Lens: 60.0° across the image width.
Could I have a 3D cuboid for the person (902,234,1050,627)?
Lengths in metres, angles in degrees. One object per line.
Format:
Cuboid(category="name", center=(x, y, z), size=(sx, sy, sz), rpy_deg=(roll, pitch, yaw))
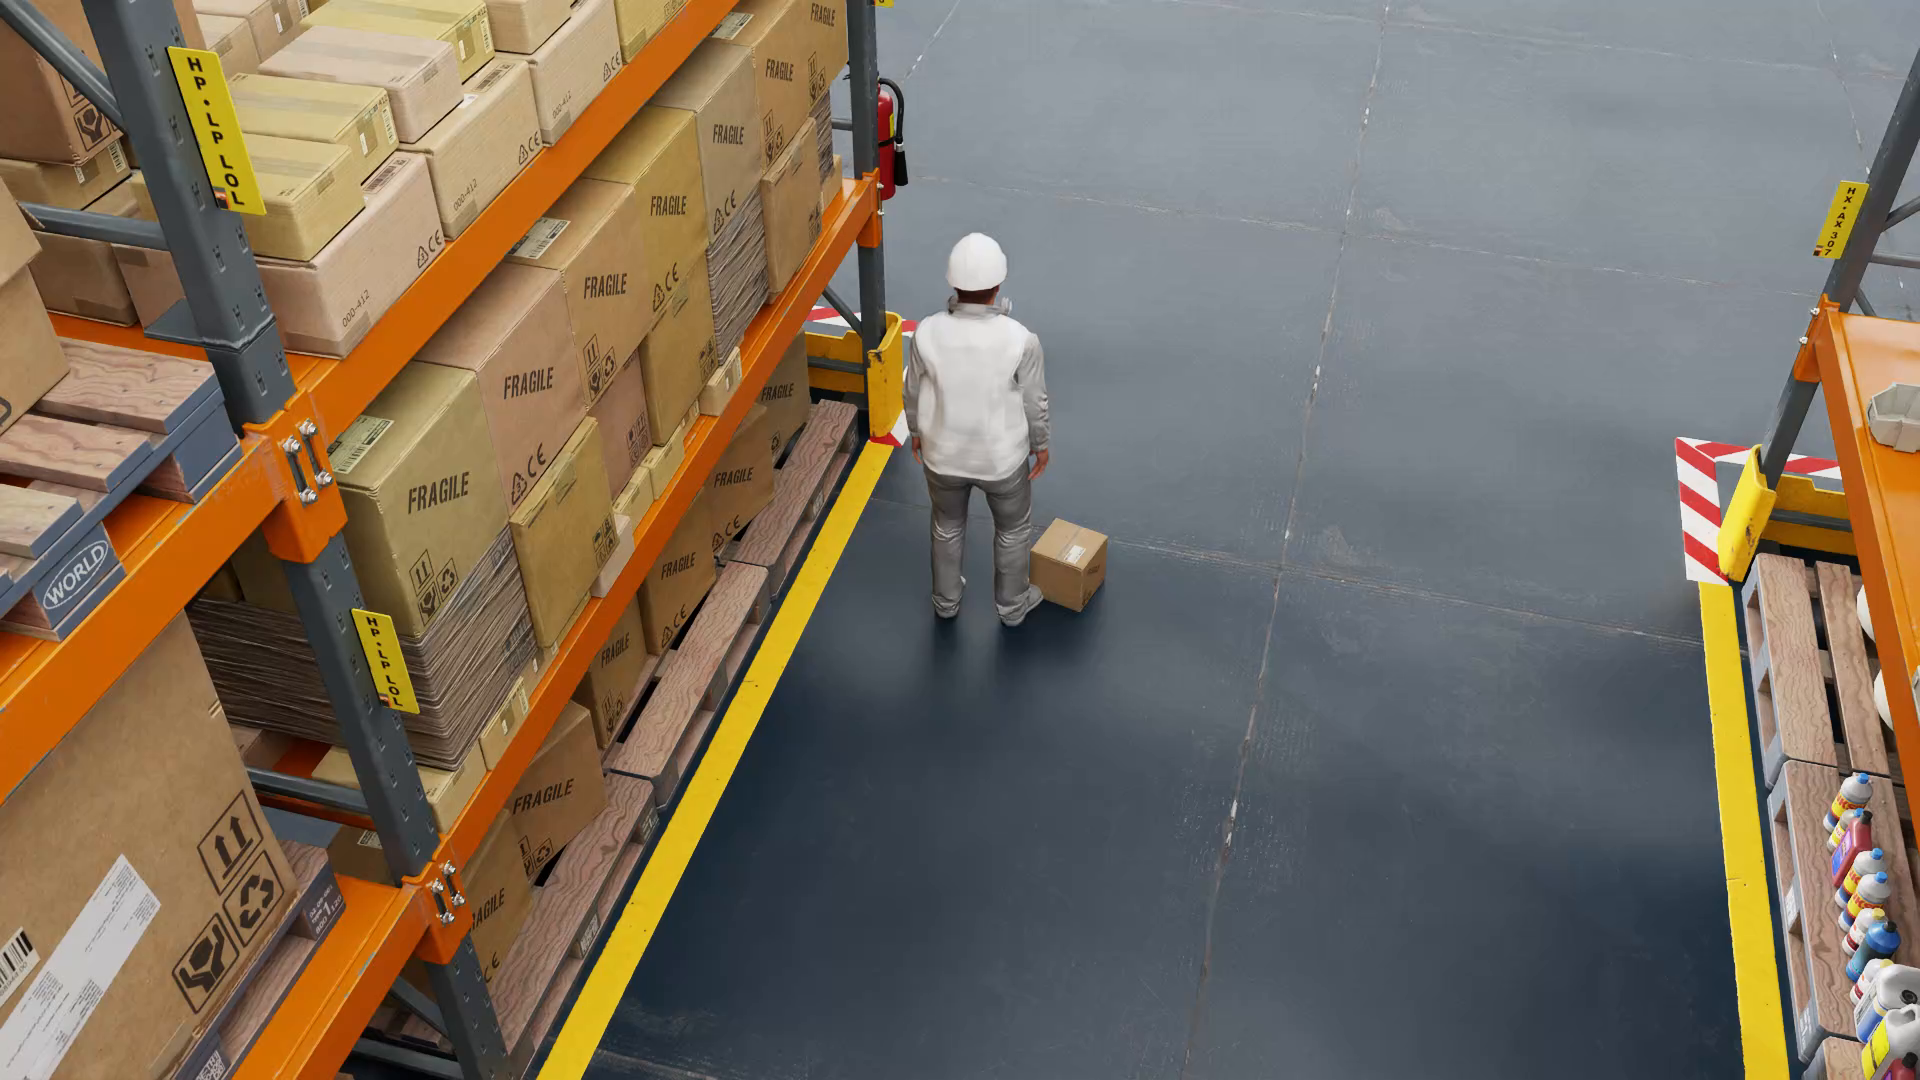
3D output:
Cuboid(category="person", center=(0.068, -0.386, 6.586), size=(0.579, 1.771, 0.462), rpy_deg=(8, 41, 9))
